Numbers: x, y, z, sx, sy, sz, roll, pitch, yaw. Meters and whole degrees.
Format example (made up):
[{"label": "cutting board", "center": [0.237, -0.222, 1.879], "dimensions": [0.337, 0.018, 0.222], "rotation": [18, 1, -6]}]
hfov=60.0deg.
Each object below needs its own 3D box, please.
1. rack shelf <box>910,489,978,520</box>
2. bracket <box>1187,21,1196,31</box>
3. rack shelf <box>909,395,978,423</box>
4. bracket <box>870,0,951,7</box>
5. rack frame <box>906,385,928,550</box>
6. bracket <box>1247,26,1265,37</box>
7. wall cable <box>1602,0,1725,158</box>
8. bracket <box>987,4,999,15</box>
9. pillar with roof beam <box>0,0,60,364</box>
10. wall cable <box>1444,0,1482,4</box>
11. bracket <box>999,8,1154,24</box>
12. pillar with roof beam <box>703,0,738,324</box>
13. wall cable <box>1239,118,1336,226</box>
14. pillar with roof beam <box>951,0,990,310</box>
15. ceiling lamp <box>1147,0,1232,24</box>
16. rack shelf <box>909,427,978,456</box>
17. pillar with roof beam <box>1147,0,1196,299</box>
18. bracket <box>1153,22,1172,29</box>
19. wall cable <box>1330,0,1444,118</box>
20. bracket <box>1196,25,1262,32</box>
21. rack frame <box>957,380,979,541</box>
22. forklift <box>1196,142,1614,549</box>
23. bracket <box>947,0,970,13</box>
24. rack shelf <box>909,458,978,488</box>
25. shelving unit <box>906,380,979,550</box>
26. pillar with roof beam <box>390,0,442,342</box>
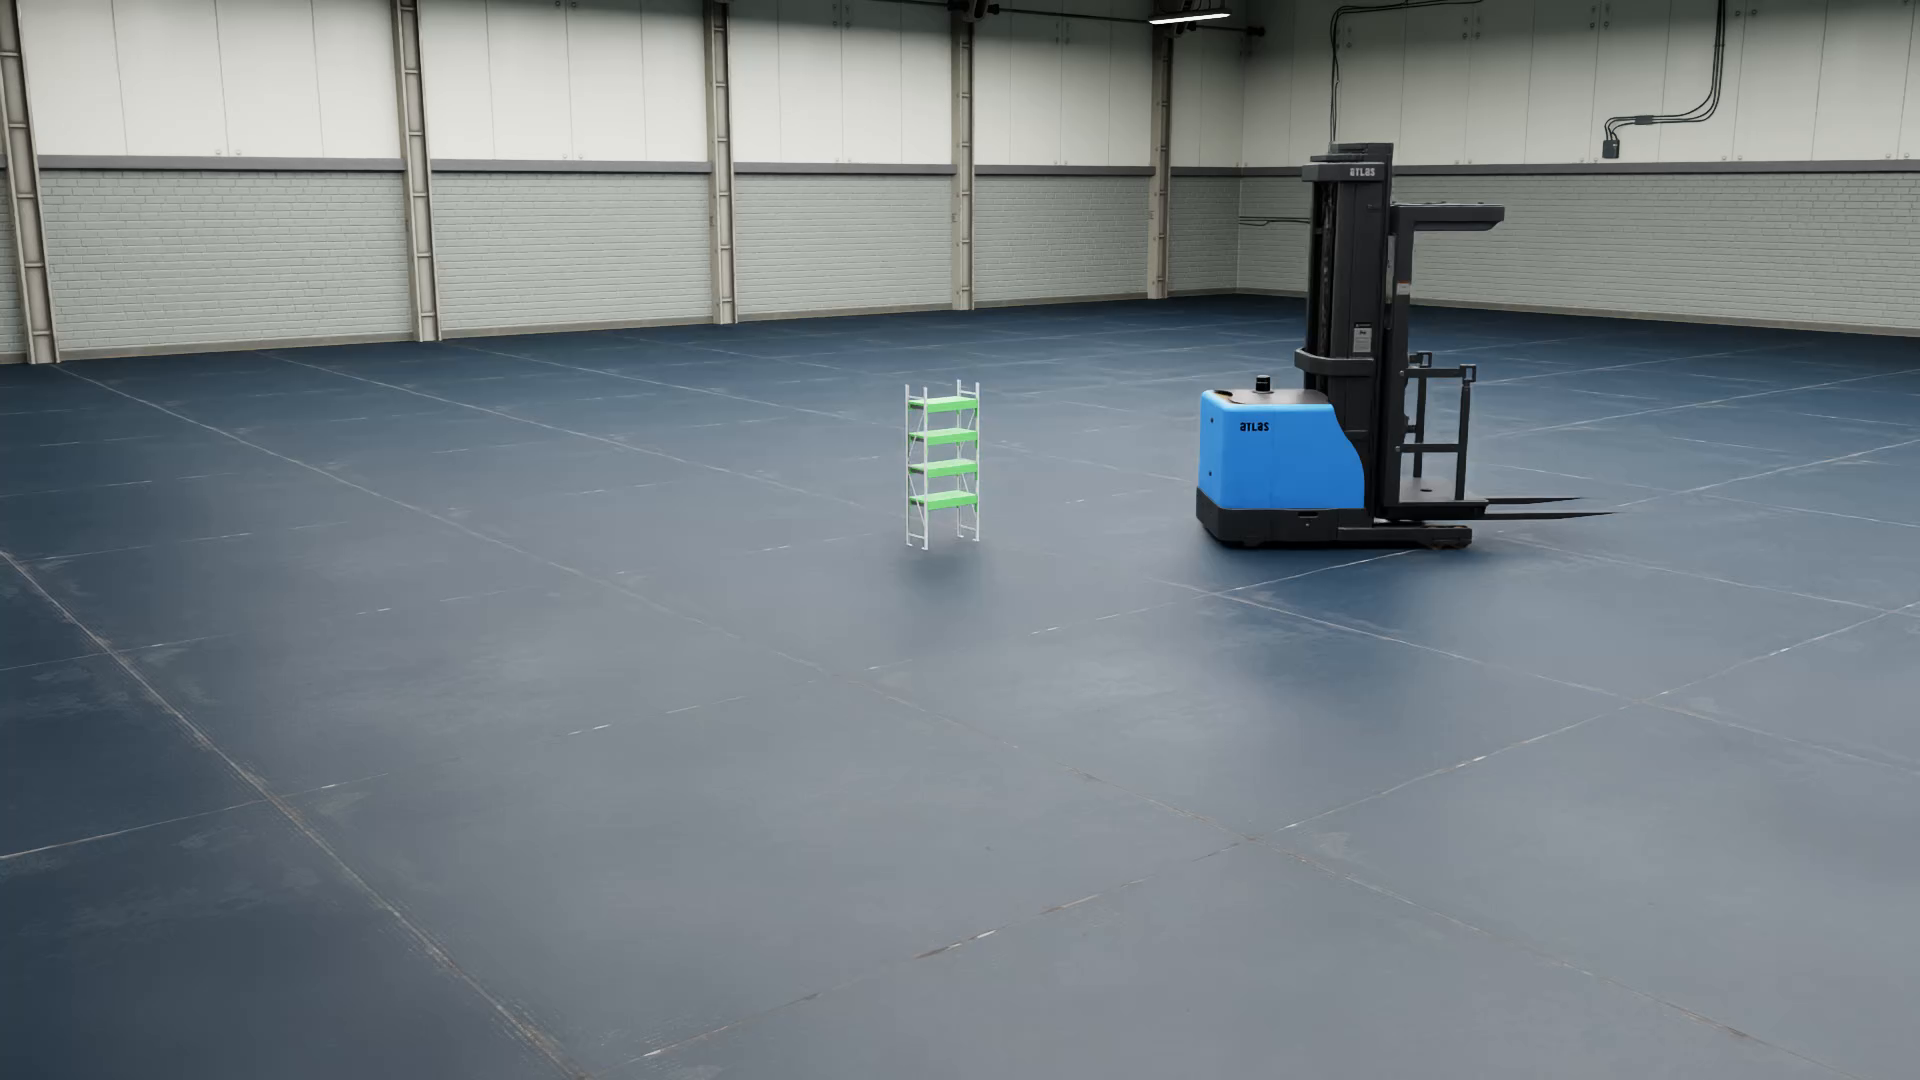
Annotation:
[{"label": "rack shelf", "center": [-0.129, -0.268, 12.466], "dimensions": [0.480, 0.148, 0.258], "rotation": [-9, 15, -38]}, {"label": "bracket", "center": [5.293, -11.985, 38.740], "dimensions": [0.430, 0.232, 0.235], "rotation": [-9, 15, -38]}, {"label": "rack shelf", "center": [-0.129, -0.972, 12.317], "dimensions": [0.480, 0.148, 0.258], "rotation": [-9, 15, -38]}, {"label": "bracket", "center": [-2.052, -10.764, 32.992], "dimensions": [4.783, 0.066, 0.076], "rotation": [-9, 15, -38]}, {"label": "rack frame", "center": [-0.320, -0.534, 12.254], "dimensions": [0.015, 1.200, 0.240], "rotation": [-9, 15, -38]}, {"label": "bracket", "center": [7.144, -12.293, 40.189], "dimensions": [0.430, 0.232, 0.235], "rotation": [-9, 15, -38]}, {"label": "wall cable", "center": [13.792, -10.518, 32.308], "dimensions": [0.169, 6.003, 2.305], "rotation": [-9, 15, -38]}, {"label": "bracket", "center": [0.608, -11.207, 35.074], "dimensions": [0.430, 0.232, 0.235], "rotation": [-9, 15, -38]}, {"label": "pillar with roof beam", "center": [-11.304, -6.416, 21.178], "dimensions": [0.400, 9.000, 9.100], "rotation": [-9, 15, -38]}, {"label": "wall cable", "center": [11.497, -12.632, 34.817], "dimensions": [0.112, 2.526, 3.097], "rotation": [-9, 15, -38]}, {"label": "bracket", "center": [2.633, -11.543, 36.659], "dimensions": [4.783, 0.066, 0.076], "rotation": [-9, 15, -38]}, {"label": "pillar with roof beam", "center": [-1.934, -7.973, 28.511], "dimensions": [0.548, 9.000, 9.100], "rotation": [-9, 15, -38]}, {"label": "wall cable", "center": [7.874, -8.877, 40.245], "dimensions": [0.112, 2.526, 3.097], "rotation": [-9, 15, -38]}, {"label": "pillar with roof beam", "center": [2.751, -8.751, 32.177], "dimensions": [0.548, 9.000, 9.100], "rotation": [-9, 15, -38]}, {"label": "ceiling lamp", "center": [4.697, -11.812, 32.536], "dimensions": [0.800, 3.185, 2.000], "rotation": [-9, 15, -38]}, {"label": "rack shelf", "center": [-0.129, -0.738, 12.366], "dimensions": [0.480, 0.148, 0.258], "rotation": [-9, 15, -38]}, {"label": "pillar with roof beam", "center": [7.437, -9.530, 35.844], "dimensions": [0.548, 9.000, 9.100], "rotation": [-9, 15, -38]}, {"label": "bracket", "center": [4.645, -11.877, 38.233], "dimensions": [0.430, 0.232, 0.235], "rotation": [-9, 15, -38]}, {"label": "wall cable", "center": [9.564, -10.909, 37.654], "dimensions": [0.112, 2.526, 3.097], "rotation": [-9, 15, -38]}, {"label": "bracket", "center": [6.682, -12.216, 39.828], "dimensions": [3.189, 0.066, 0.076], "rotation": [-9, 15, -38]}, {"label": "rack frame", "center": [0.061, -0.597, 12.552], "dimensions": [0.015, 1.200, 0.240], "rotation": [-9, 15, -38]}, {"label": "forklift", "center": [3.399, -1.476, 12.523], "dimensions": [3.031, 2.935, 1.130], "rotation": [-1, 12, -3]}, {"label": "bracket", "center": [-0.040, -11.099, 34.567], "dimensions": [0.430, 0.232, 0.235], "rotation": [-9, 15, -38]}, {"label": "rack shelf", "center": [-0.129, -0.503, 12.416], "dimensions": [0.480, 0.148, 0.258], "rotation": [-9, 15, -38]}, {"label": "shelving unit", "center": [-0.129, -0.565, 12.403], "dimensions": [0.503, 1.200, 0.258], "rotation": [-9, 15, -38]}, {"label": "pillar with roof beam", "center": [-6.619, -7.194, 24.844], "dimensions": [0.400, 9.000, 9.100], "rotation": [-9, 15, -38]}]
